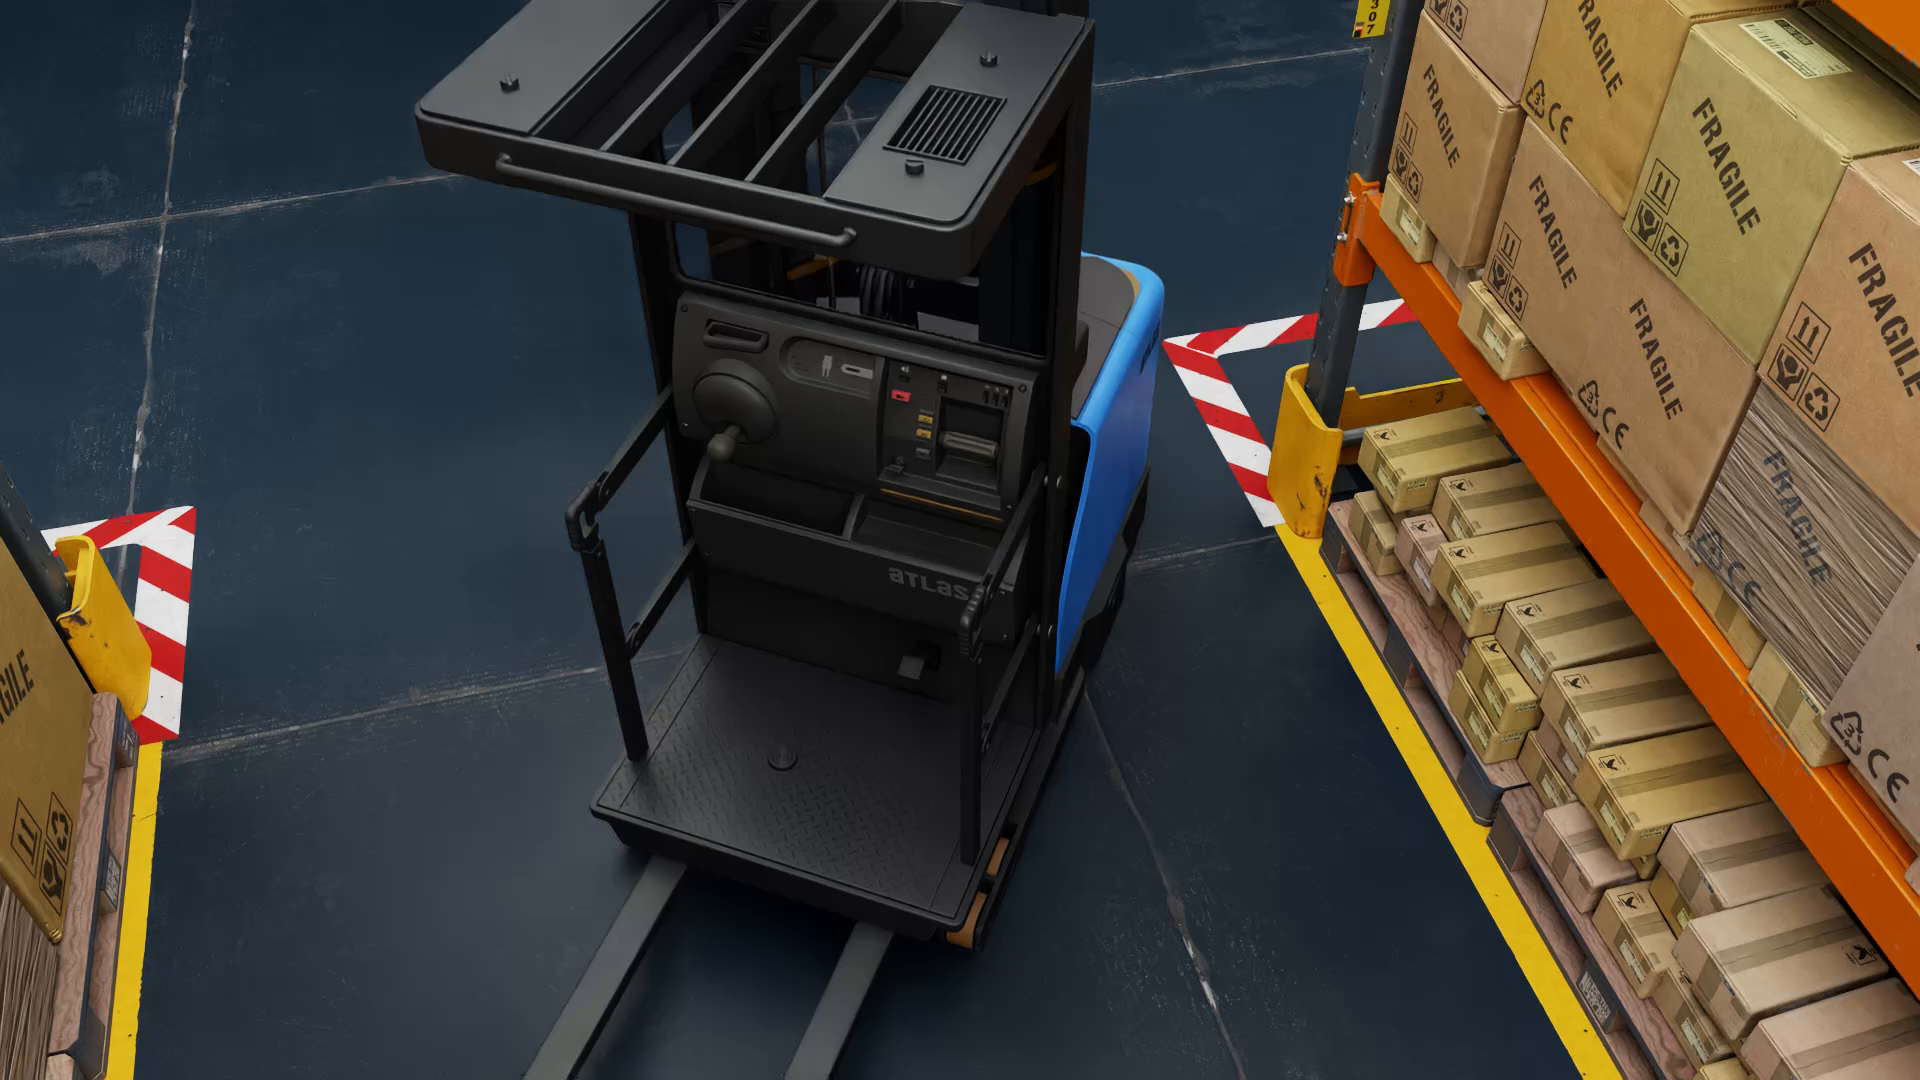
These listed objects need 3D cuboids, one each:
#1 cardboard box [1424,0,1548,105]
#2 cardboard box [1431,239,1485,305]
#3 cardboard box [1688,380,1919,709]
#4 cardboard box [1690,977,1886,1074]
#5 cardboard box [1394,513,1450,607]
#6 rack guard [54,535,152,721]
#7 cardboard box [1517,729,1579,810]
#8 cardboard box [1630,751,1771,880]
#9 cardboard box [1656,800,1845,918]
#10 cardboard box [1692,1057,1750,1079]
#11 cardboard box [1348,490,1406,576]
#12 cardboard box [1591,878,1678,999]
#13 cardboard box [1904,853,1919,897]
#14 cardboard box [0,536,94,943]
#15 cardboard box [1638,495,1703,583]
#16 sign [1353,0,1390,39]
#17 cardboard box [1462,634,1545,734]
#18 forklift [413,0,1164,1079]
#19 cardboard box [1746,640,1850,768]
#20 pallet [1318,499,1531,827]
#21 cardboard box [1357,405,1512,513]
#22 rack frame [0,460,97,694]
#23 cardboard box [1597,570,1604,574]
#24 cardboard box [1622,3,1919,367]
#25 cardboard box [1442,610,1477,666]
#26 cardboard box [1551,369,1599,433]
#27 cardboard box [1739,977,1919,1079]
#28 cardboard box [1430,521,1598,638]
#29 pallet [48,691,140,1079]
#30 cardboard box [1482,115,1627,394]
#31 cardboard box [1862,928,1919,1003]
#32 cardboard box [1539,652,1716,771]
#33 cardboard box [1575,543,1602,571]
[{"bbox_3d":[1.528,-1.451,4.093,0.500,0.500,0.500,-11,47,-11],"label":"cardboard box"},{"bbox_3d":[1.541,-0.780,4.590,0.380,0.149,0.250,-9,46,-9],"label":"cardboard box"},{"bbox_3d":[1.929,-0.042,3.413,0.500,0.500,0.500,-12,47,-11],"label":"cardboard box"},{"bbox_3d":[2.036,1.111,4.055,0.380,0.149,0.250,-13,47,-12],"label":"cardboard box"},{"bbox_3d":[1.571,0.035,5.109,0.380,0.149,0.250,-11,47,-11],"label":"cardboard box"},{"bbox_3d":[-3.157,0.375,5.032,1.175,0.500,0.348,-11,47,-10],"label":"rack guard"},{"bbox_3d":[1.827,0.642,4.722,0.380,0.149,0.250,-11,47,-10],"label":"cardboard box"},{"bbox_3d":[1.949,0.730,4.428,0.380,0.149,0.250,-9,46,-8],"label":"cardboard box"},{"bbox_3d":[1.988,0.808,4.144,0.380,0.149,0.250,-11,47,-10],"label":"cardboard box"},{"bbox_3d":[1.999,1.369,4.010,0.380,0.149,0.250,-11,47,-10],"label":"cardboard box"},{"bbox_3d":[1.494,-0.049,5.400,0.380,0.149,0.250,-10,46,-10],"label":"cardboard box"},{"bbox_3d":[1.903,1.017,4.356,0.380,0.149,0.250,-11,47,-10],"label":"cardboard box"},{"bbox_3d":[2.071,0.657,3.182,0.380,0.149,0.250,-13,47,-12],"label":"cardboard box"},{"bbox_3d":[-2.910,0.541,4.313,0.875,0.875,0.875,-11,47,-10],"label":"cardboard box"},{"bbox_3d":[1.838,-0.064,3.888,0.380,0.149,0.250,-12,47,-11],"label":"cardboard box"},{"bbox_3d":[1.145,-1.524,4.537,0.100,0.325,0.005,-11,47,-10],"label":"sign"},{"bbox_3d":[1.680,0.385,4.767,0.380,0.149,0.250,-9,46,-9],"label":"cardboard box"},{"bbox_3d":[-0.346,-0.232,3.925,1.130,2.935,3.031,15,47,14],"label":"forklift"},{"bbox_3d":[1.924,0.309,3.523,0.380,0.149,0.250,-10,46,-10],"label":"cardboard box"},{"bbox_3d":[1.863,0.276,5.332,1.003,0.211,1.213,-11,47,-10],"label":"pallet"},{"bbox_3d":[1.475,-0.254,5.184,0.380,0.149,0.250,-13,47,-12],"label":"cardboard box"},{"bbox_3d":[-3.151,-0.483,4.123,1.000,3.000,0.127,-11,47,-10],"label":"rack frame"},{"bbox_3d":[2.169,0.015,5.337,0.380,0.149,0.250,-9,46,-9],"label":"cardboard box"},{"bbox_3d":[1.775,-0.740,3.397,0.500,0.500,0.500,-12,47,-11],"label":"cardboard box"},{"bbox_3d":[1.710,0.287,5.071,0.380,0.149,0.250,-10,46,-10],"label":"cardboard box"},{"bbox_3d":[1.757,-0.431,4.248,0.380,0.149,0.250,-9,46,-8],"label":"cardboard box"},{"bbox_3d":[2.027,1.183,3.776,0.380,0.149,0.250,-13,47,-12],"label":"cardboard box"},{"bbox_3d":[1.603,0.112,4.825,0.380,0.149,0.250,-11,47,-10],"label":"cardboard box"},{"bbox_3d":[-2.871,1.031,4.592,1.003,0.211,1.213,-11,47,-10],"label":"pallet"},{"bbox_3d":[1.679,-0.734,4.091,0.500,0.500,0.500,-11,47,-10],"label":"cardboard box"},{"bbox_3d":[2.539,1.094,4.280,0.380,0.149,0.250,-12,47,-11],"label":"cardboard box"},{"bbox_3d":[1.808,0.461,4.483,0.380,0.149,0.250,-9,46,-9],"label":"cardboard box"},{"bbox_3d":[2.095,-0.071,5.213,0.380,0.149,0.250,-12,47,-11],"label":"cardboard box"}]
